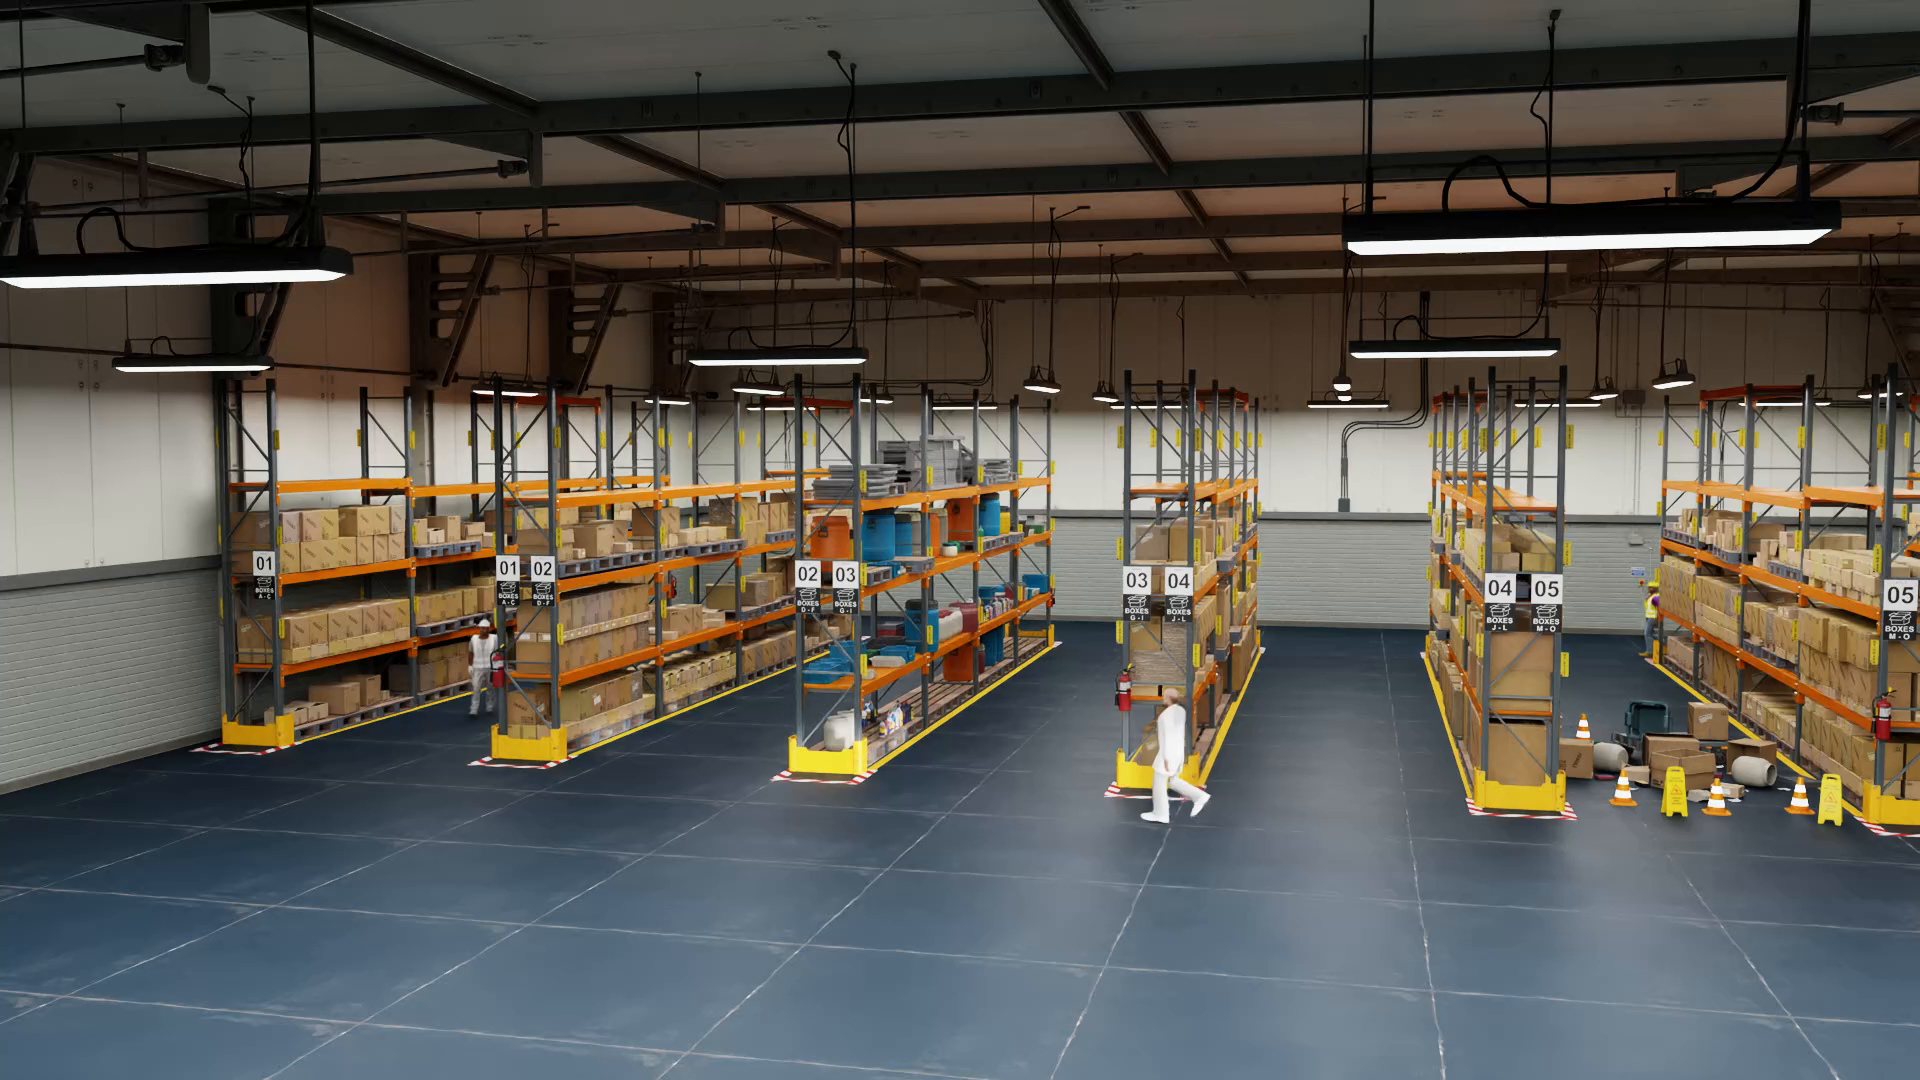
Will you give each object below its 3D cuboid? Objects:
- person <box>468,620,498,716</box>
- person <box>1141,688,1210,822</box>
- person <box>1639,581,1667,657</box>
[{"bbox_3d":[-8.604,2.303,30.062,0.577,1.722,1.065,-1,4,-16],"label":"person"},{"bbox_3d":[2.811,2.806,21.712,0.881,1.755,0.577,1,4,17],"label":"person"},{"bbox_3d":[16.017,1.813,38.332,0.693,1.755,0.584,1,3,11],"label":"person"}]
